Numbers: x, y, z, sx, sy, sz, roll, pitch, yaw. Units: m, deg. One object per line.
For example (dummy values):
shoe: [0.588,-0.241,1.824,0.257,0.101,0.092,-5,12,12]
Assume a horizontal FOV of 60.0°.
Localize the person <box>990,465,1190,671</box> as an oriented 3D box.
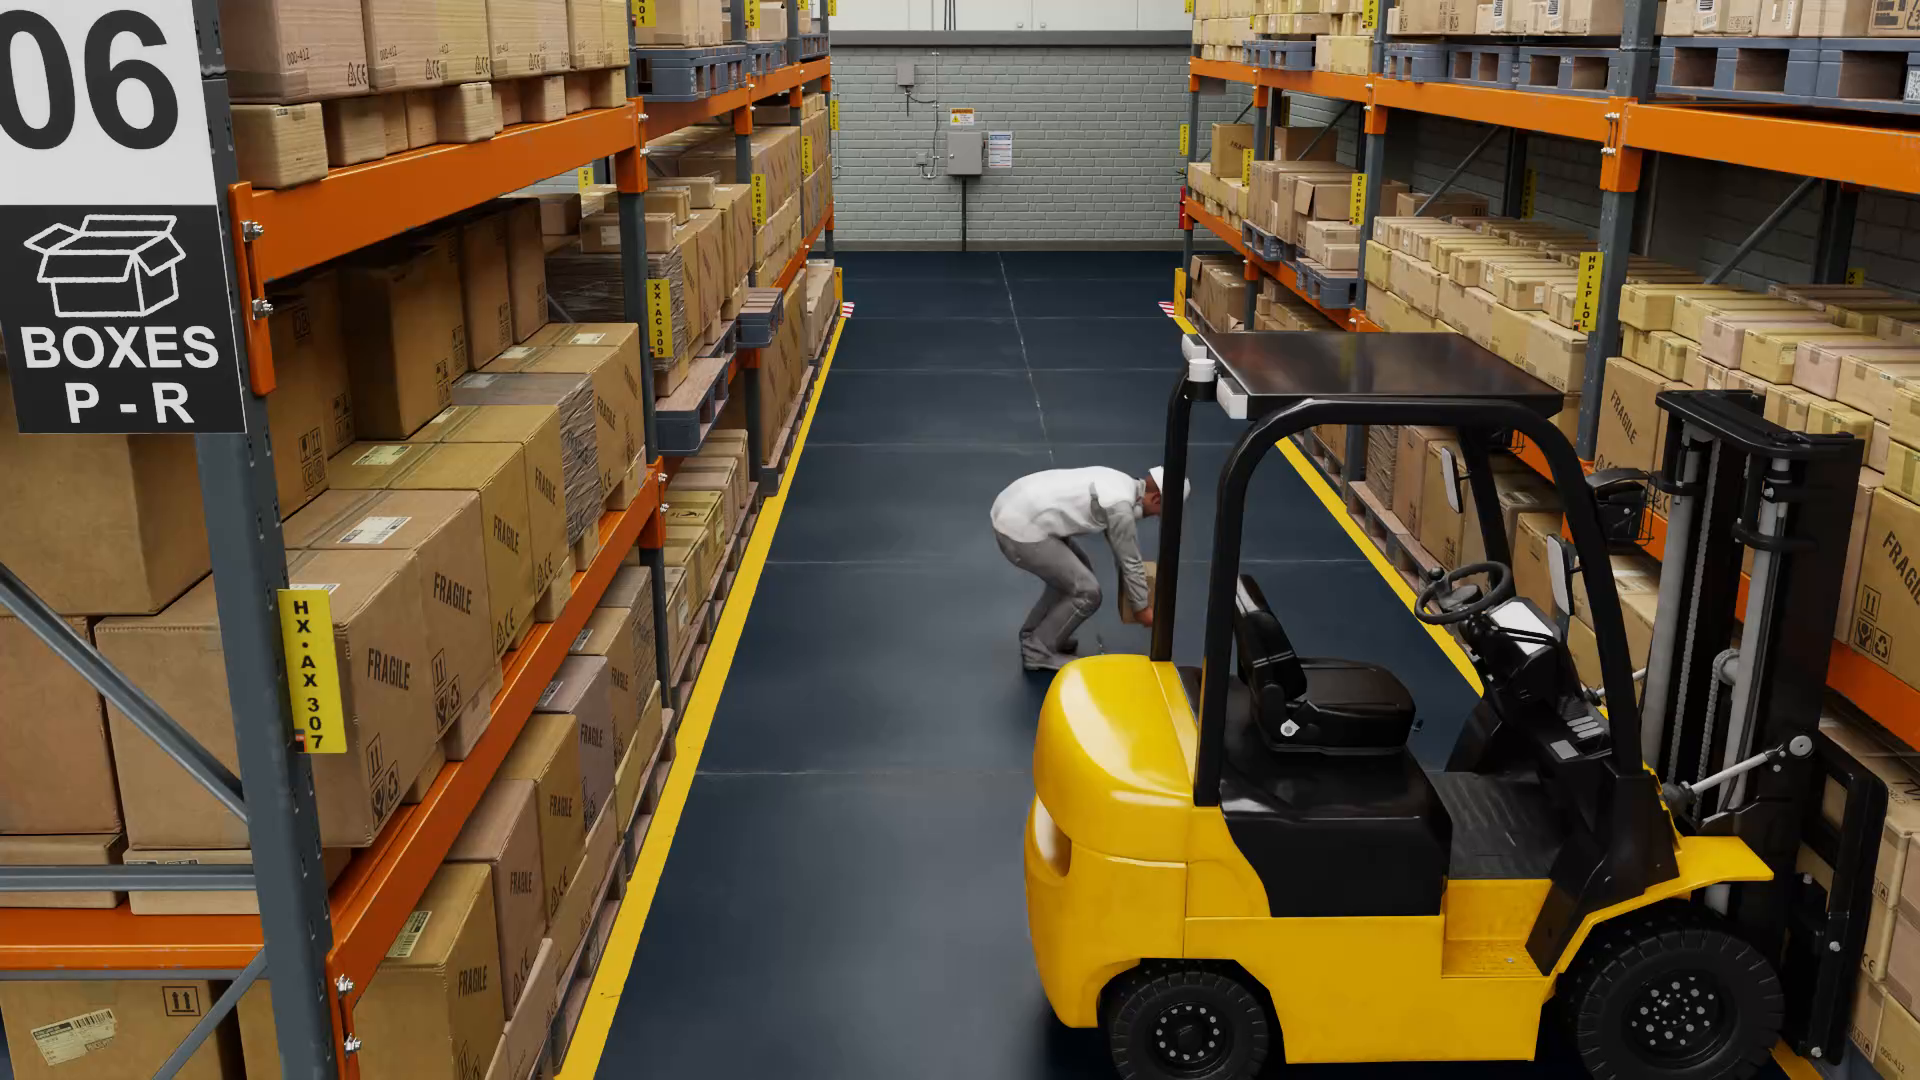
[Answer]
person: [0.653,0.122,8.406,0.997,1.011,0.515,-1,17,-3]
